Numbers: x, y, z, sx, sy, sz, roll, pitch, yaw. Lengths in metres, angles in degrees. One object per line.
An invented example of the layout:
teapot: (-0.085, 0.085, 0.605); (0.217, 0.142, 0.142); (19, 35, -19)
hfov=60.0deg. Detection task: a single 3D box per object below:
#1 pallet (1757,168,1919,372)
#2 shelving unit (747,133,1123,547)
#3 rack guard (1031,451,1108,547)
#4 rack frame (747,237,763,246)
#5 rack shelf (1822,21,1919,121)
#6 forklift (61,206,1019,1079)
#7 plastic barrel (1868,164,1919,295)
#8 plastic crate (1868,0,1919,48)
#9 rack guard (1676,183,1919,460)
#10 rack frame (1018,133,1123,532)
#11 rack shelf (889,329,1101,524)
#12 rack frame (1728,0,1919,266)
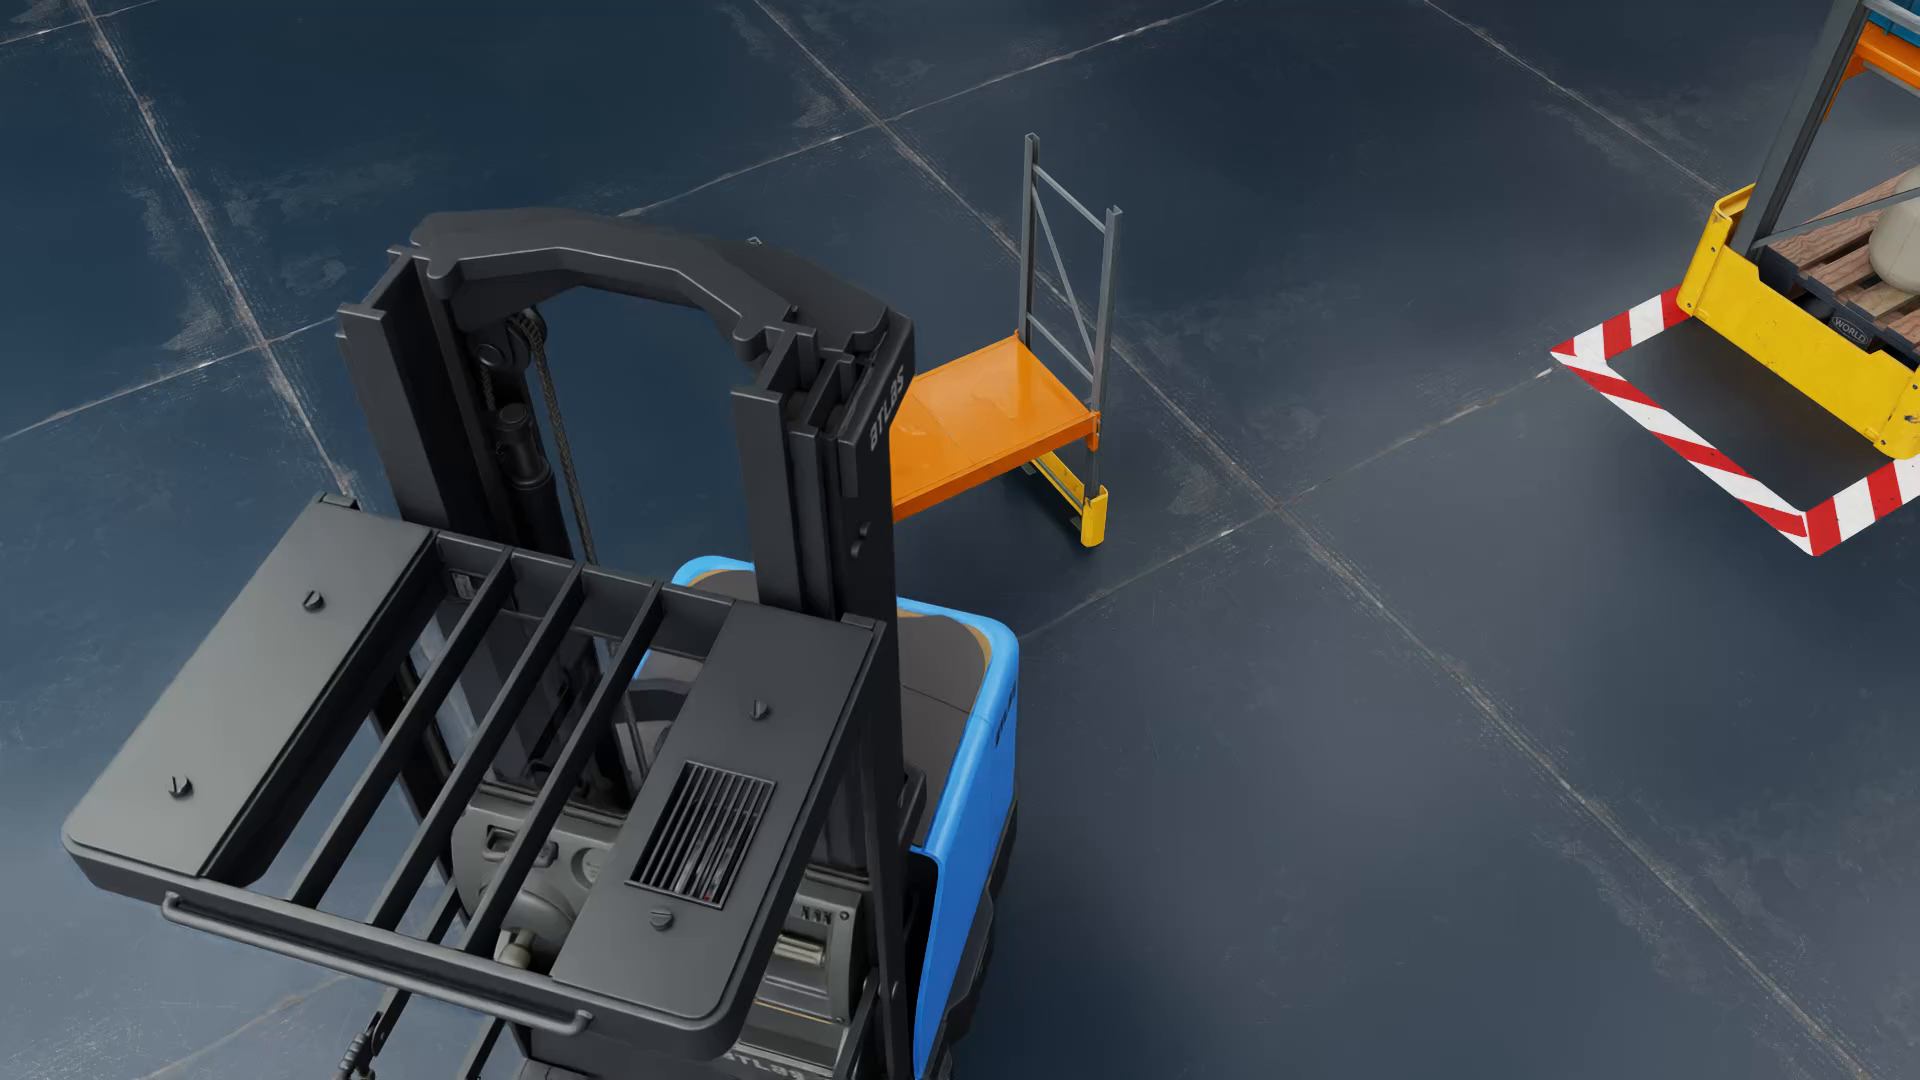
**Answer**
pallet: (4.205, -1.125, 7.110); (1.213, 0.211, 1.003); (-25, 53, -21)
shelving unit: (-0.064, -0.468, 5.663); (1.083, 1.500, 0.587); (-25, 53, -21)
rack guard: (0.357, -0.251, 6.306); (0.087, 0.250, 0.587); (-25, 53, -21)
rack frame: (-0.502, -0.262, 5.479); (0.032, 1.500, 0.500); (-25, 53, -21)
rack shelf: (5.168, -2.229, 6.708); (4.000, 0.370, 1.077); (-25, 53, -21)
forklift: (-0.727, 0.926, 3.463); (1.130, 2.935, 3.031); (12, 49, 11)
plastic barrel: (3.992, -1.294, 6.779); (0.421, 0.512, 0.421); (0, 48, 0)
plastic crate: (3.740, -2.011, 6.132); (0.616, 0.251, 0.499); (-25, 53, -21)
rack guard: (3.516, -0.900, 6.717); (0.348, 0.500, 1.175); (-25, 53, -21)
rack frame: (0.358, -0.667, 5.840); (0.032, 1.500, 0.500); (-25, 53, -21)
rack shelf: (-0.072, -0.345, 5.794); (1.000, 0.185, 0.538); (-25, 53, -21)
rack frame: (3.476, -1.672, 5.730); (0.127, 3.000, 1.000); (-25, 53, -21)
